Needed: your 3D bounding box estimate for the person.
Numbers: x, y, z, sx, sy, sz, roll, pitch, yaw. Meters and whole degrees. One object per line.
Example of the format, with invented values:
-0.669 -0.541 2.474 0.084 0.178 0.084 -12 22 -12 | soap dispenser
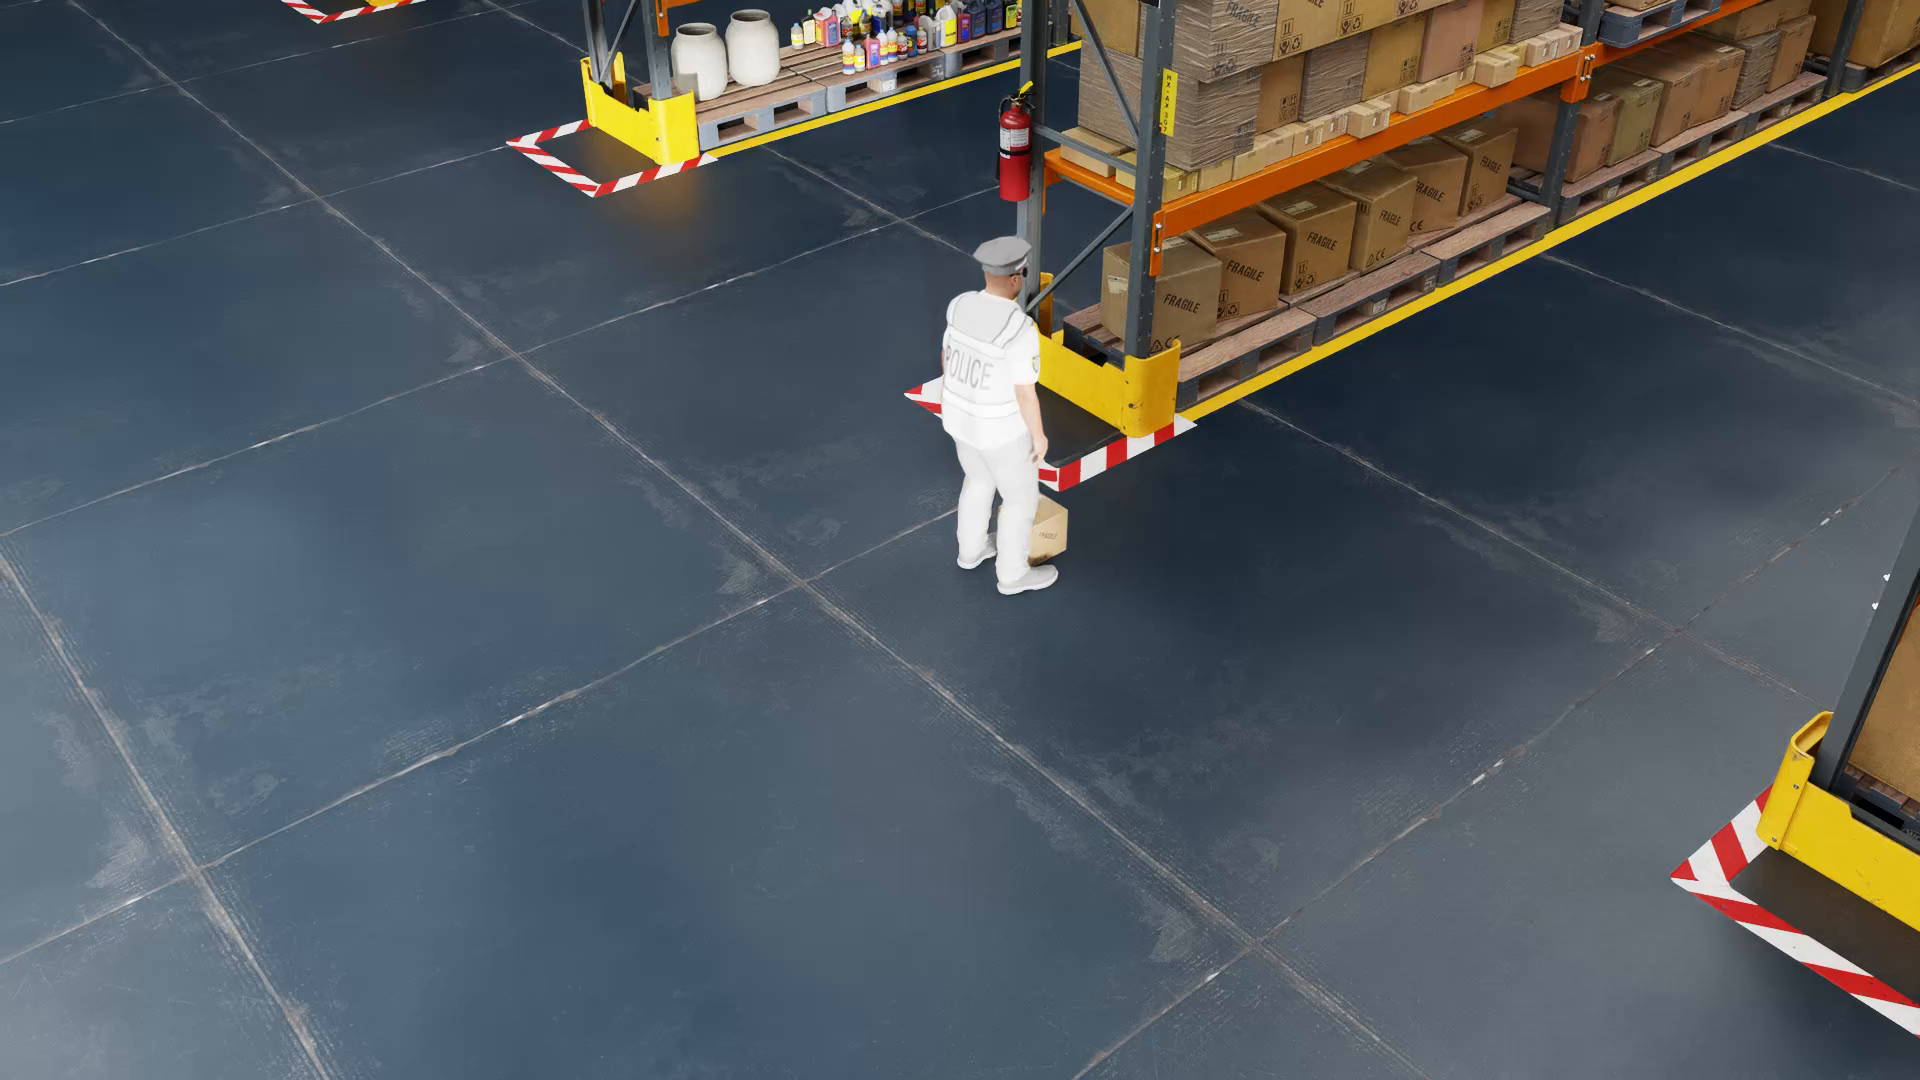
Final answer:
0.157 -0.562 7.855 0.437 1.747 0.604 -29 45 -34 | person
